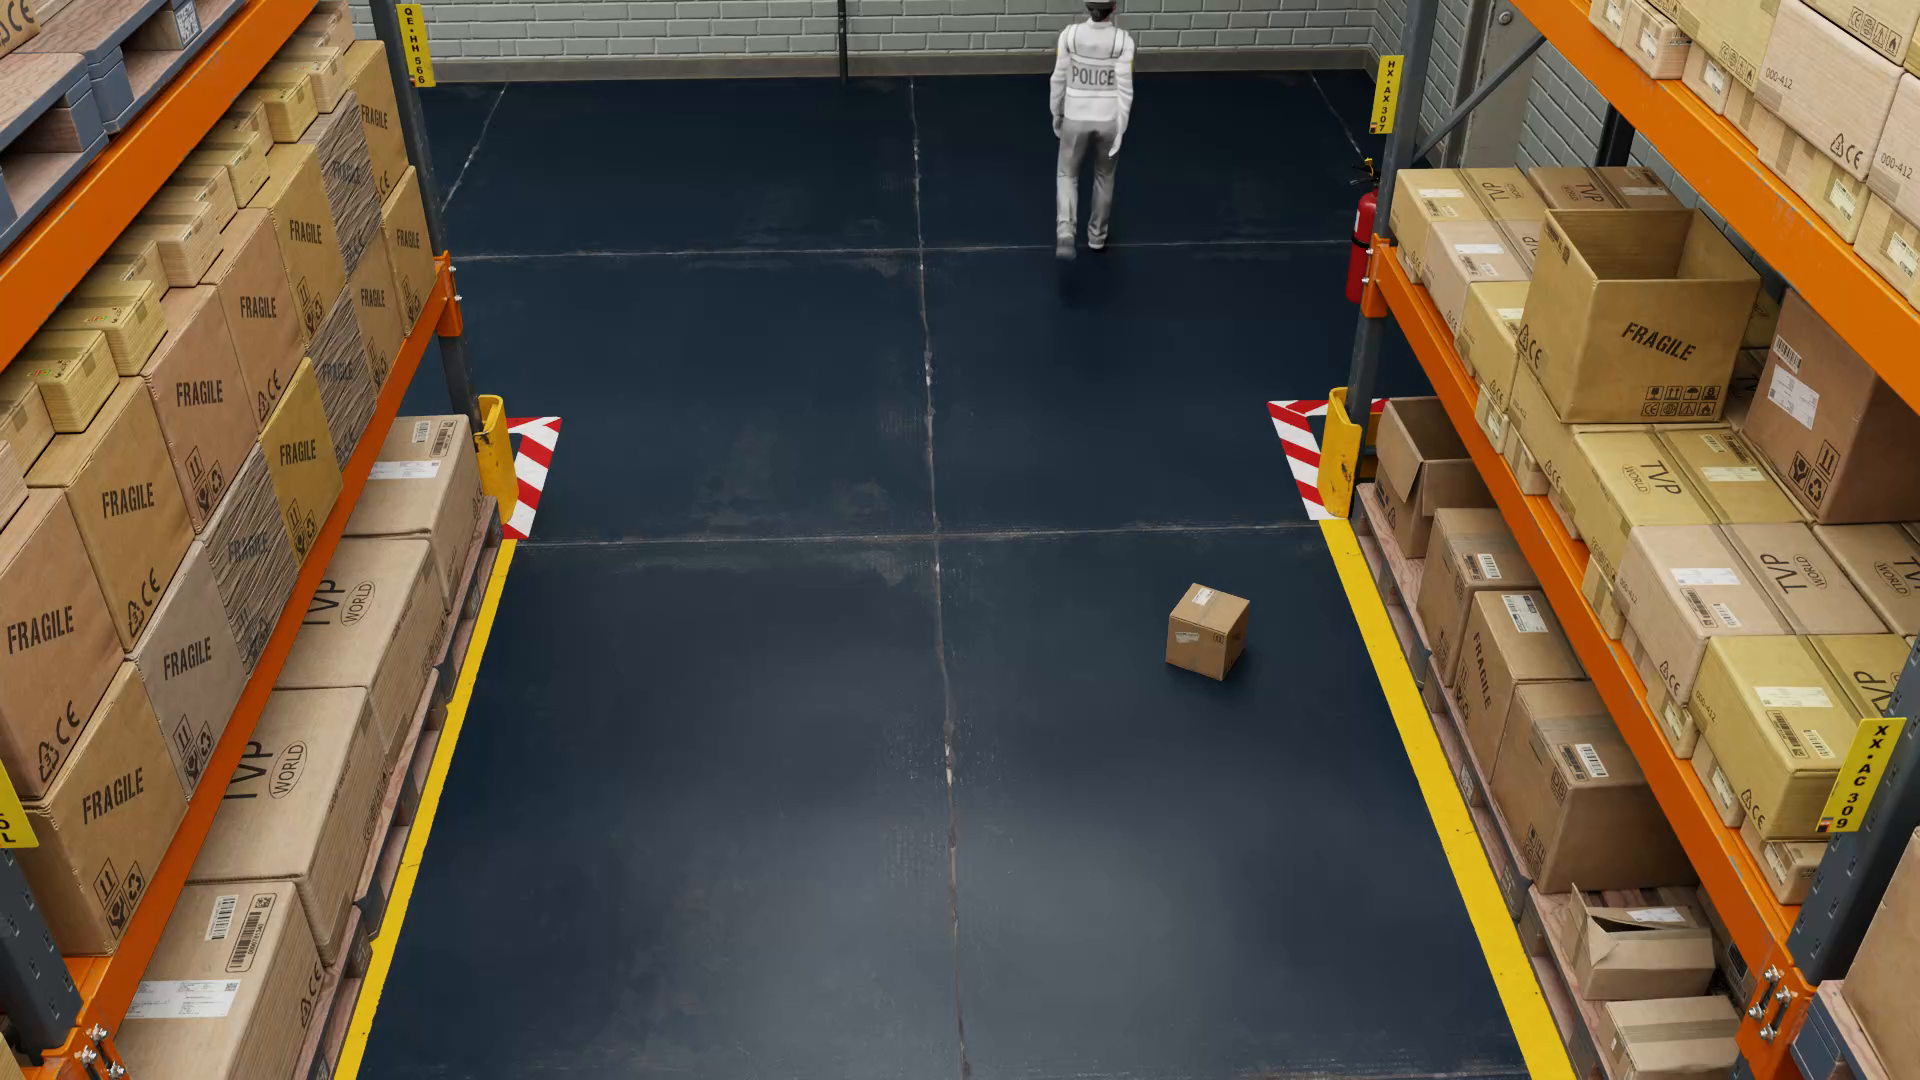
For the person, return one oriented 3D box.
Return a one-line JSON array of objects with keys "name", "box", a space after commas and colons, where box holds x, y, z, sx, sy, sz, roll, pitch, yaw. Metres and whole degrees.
[{"name": "person", "box": [0.736, -2.368, 9.428, 0.473, 1.667, 0.754, 3, 36, 5]}]
